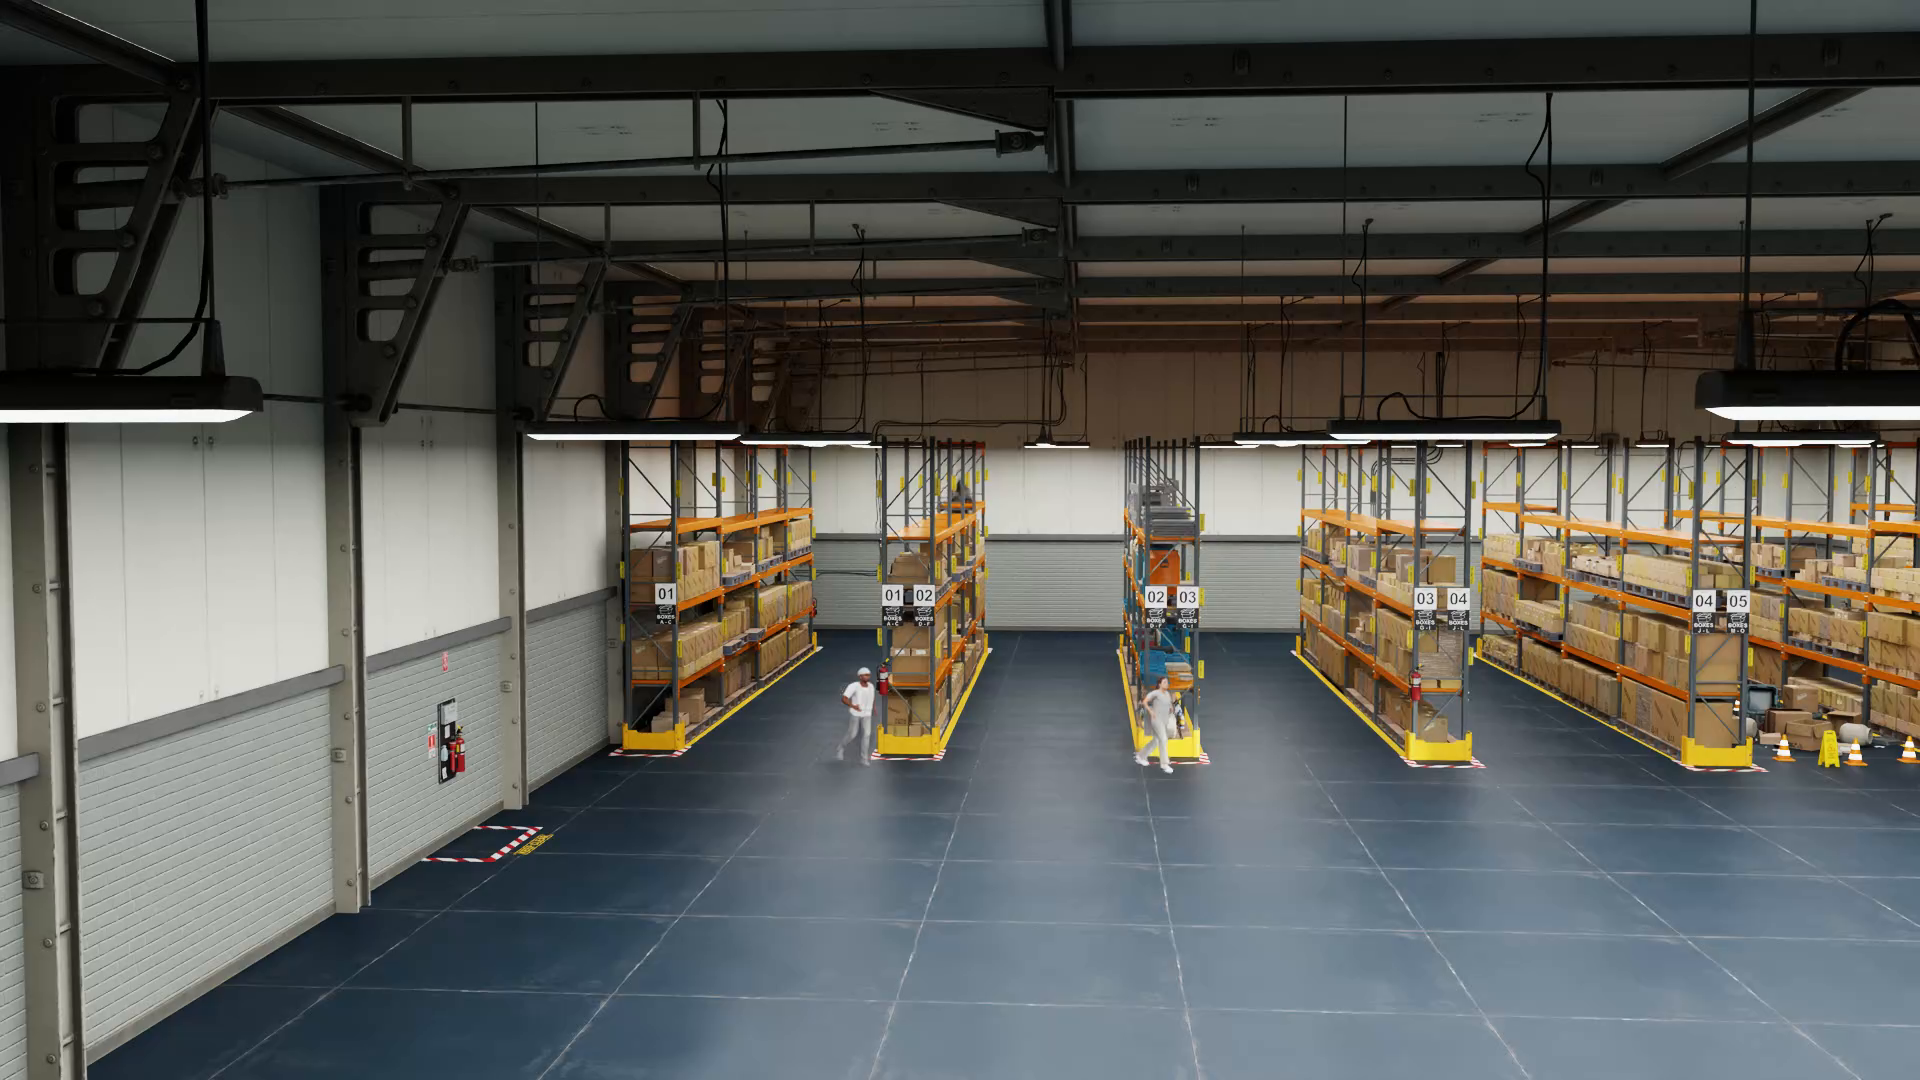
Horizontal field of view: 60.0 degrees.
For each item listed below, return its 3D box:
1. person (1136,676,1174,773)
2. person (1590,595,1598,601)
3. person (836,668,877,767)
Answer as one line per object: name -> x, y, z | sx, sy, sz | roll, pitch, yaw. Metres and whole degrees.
person -> 3.594, 3.287, 29.959 | 0.865, 1.672, 0.629 | 3, 4, 39
person -> 18.153, 2.393, 47.347 | 0.849, 1.628, 0.550 | 0, 3, 5
person -> -1.789, 3.209, 30.391 | 0.759, 1.748, 0.960 | -2, 4, -32
